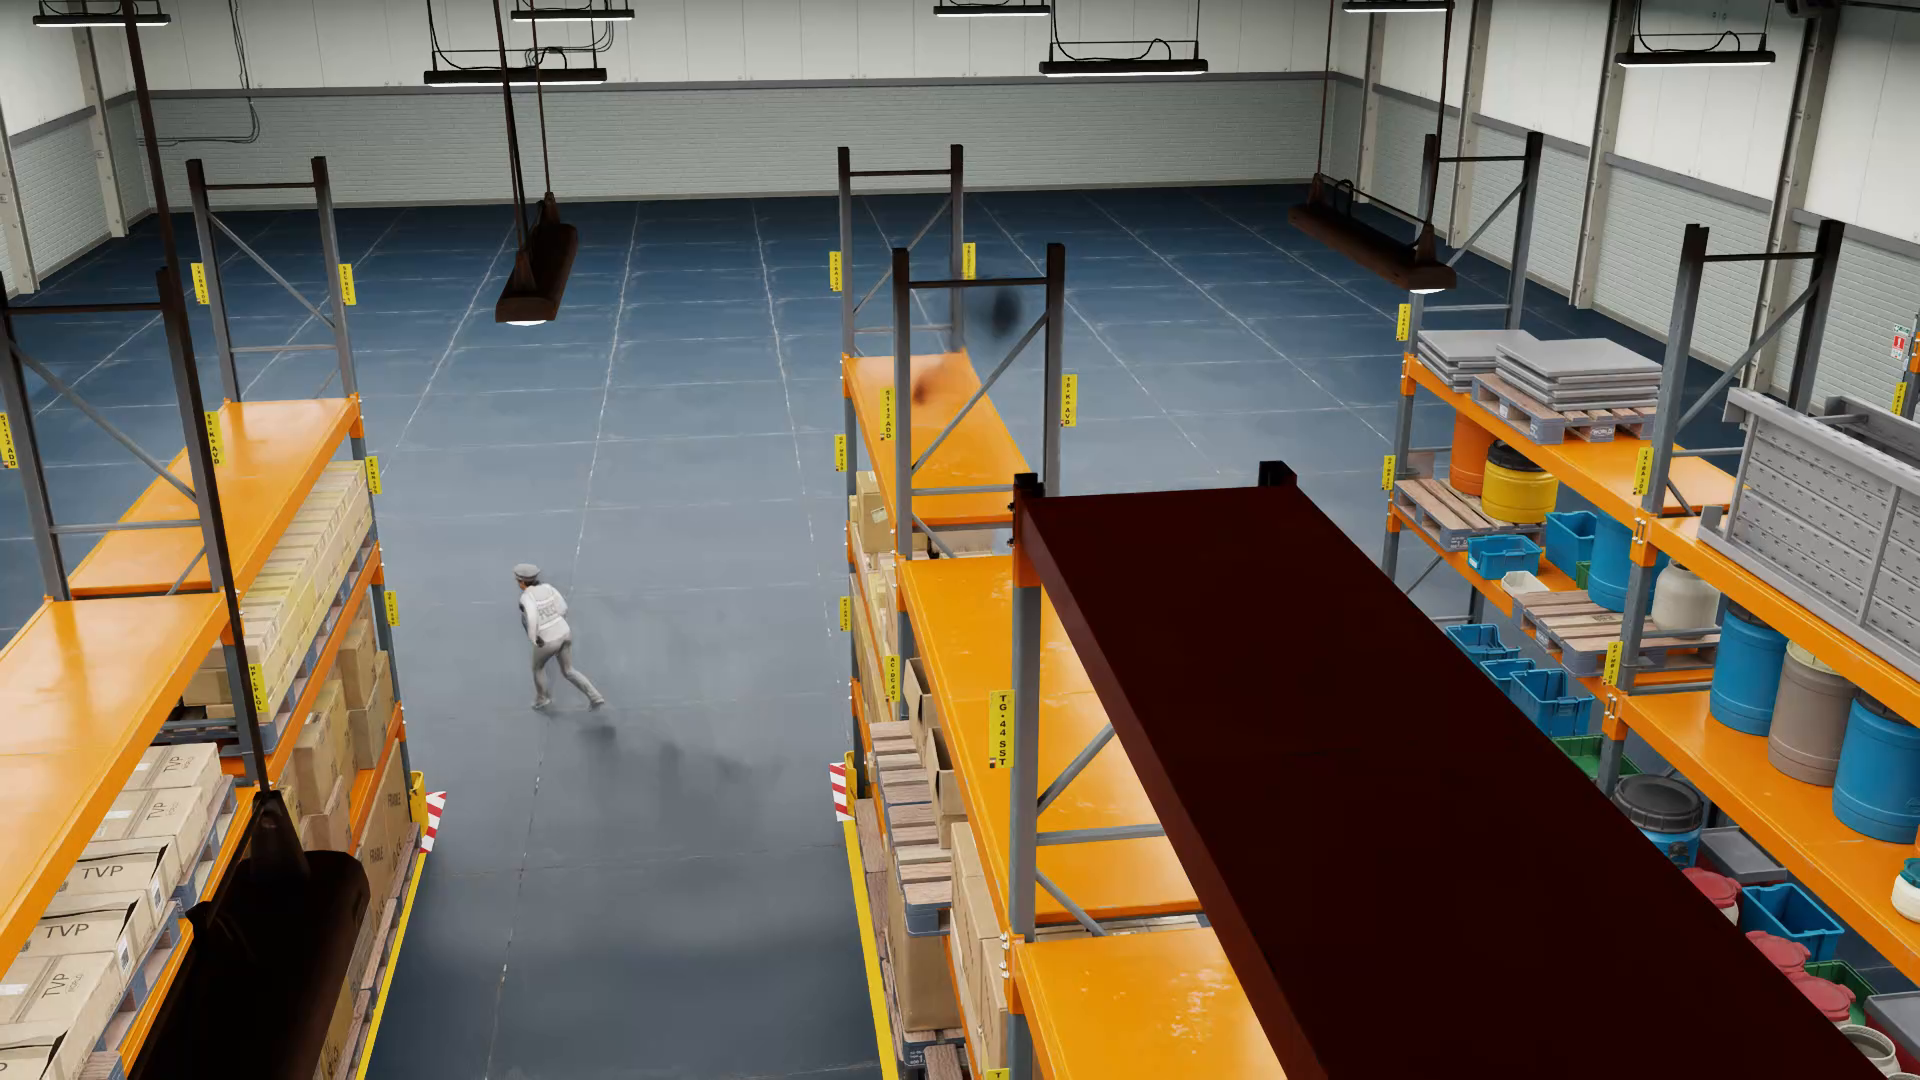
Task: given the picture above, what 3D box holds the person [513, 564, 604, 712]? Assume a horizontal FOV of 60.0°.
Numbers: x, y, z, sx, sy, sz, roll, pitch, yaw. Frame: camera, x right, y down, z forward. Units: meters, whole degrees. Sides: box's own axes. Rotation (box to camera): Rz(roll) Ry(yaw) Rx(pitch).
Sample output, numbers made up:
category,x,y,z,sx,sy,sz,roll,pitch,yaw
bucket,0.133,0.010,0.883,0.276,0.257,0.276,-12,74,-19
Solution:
category,x,y,z,sx,sy,sz,roll,pitch,yaw
person,-4.054,1.085,16.799,0.978,1.627,0.654,10,23,23
